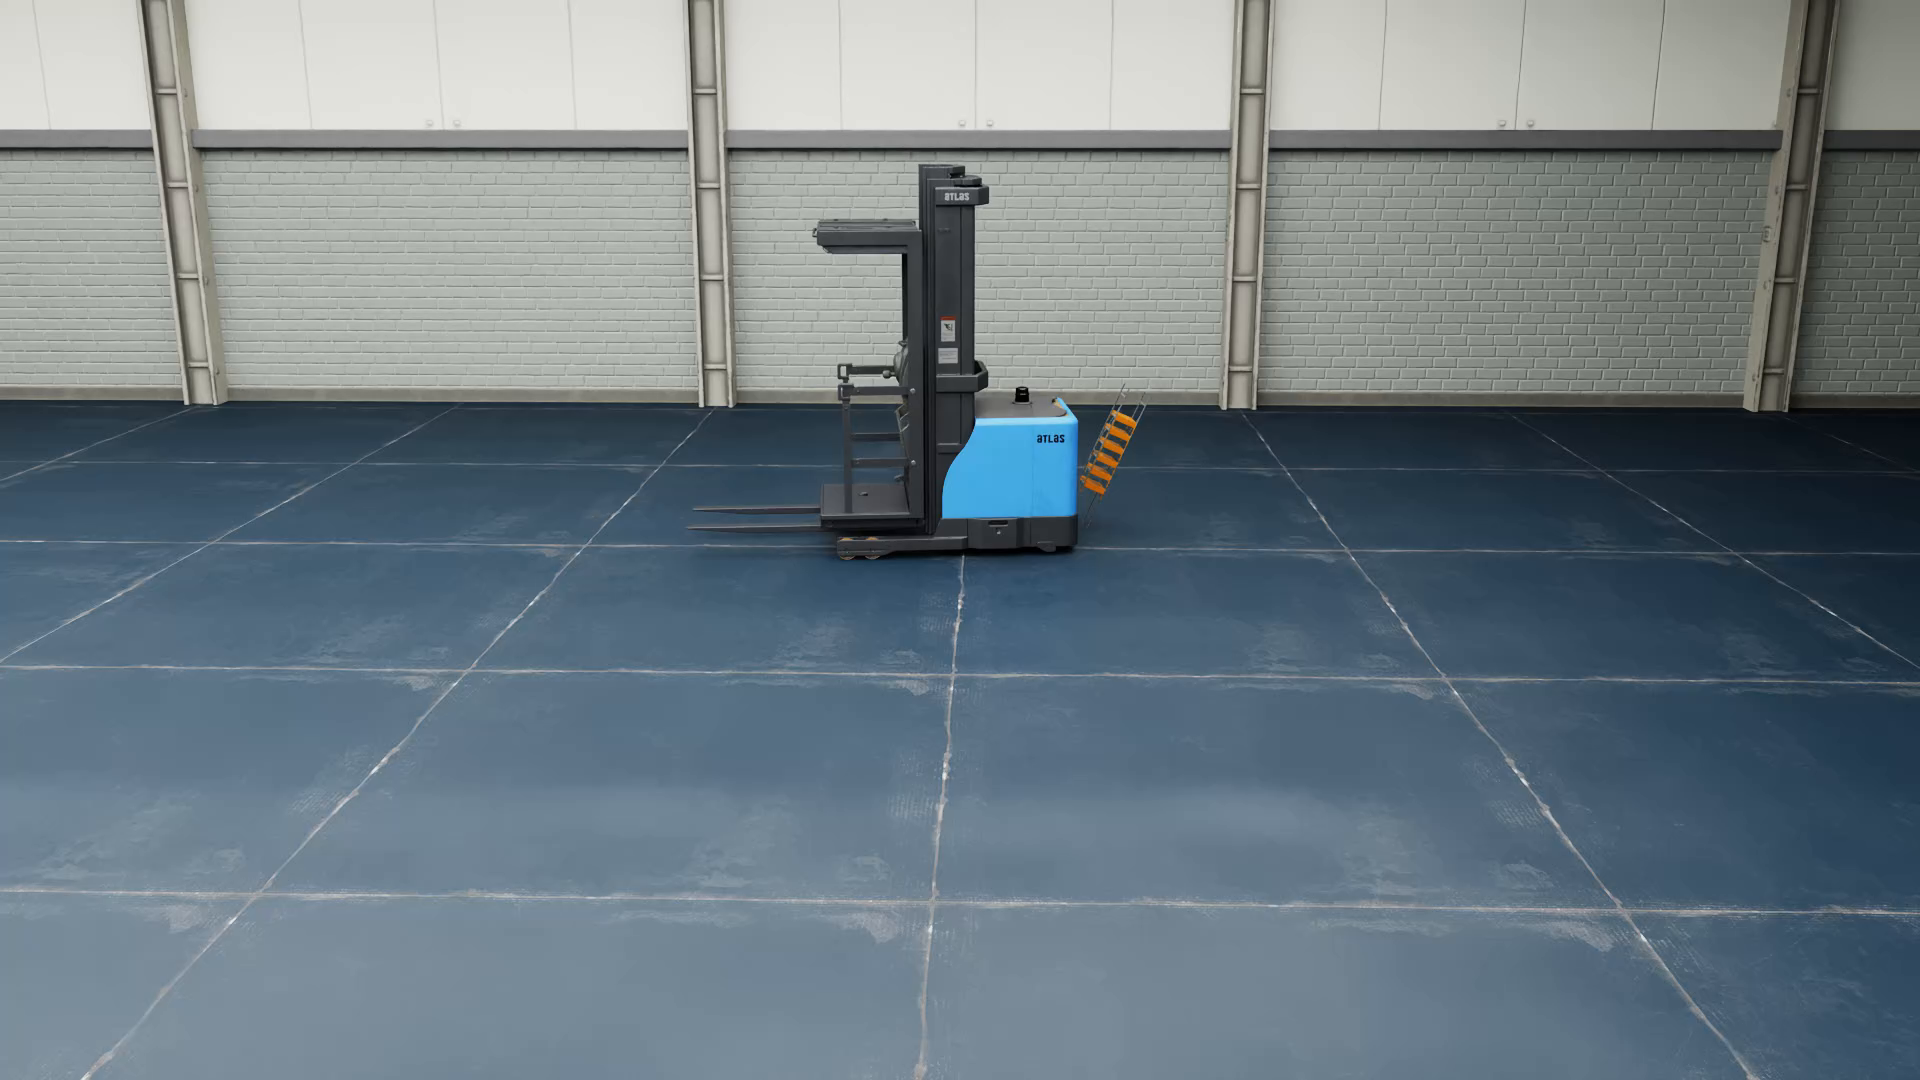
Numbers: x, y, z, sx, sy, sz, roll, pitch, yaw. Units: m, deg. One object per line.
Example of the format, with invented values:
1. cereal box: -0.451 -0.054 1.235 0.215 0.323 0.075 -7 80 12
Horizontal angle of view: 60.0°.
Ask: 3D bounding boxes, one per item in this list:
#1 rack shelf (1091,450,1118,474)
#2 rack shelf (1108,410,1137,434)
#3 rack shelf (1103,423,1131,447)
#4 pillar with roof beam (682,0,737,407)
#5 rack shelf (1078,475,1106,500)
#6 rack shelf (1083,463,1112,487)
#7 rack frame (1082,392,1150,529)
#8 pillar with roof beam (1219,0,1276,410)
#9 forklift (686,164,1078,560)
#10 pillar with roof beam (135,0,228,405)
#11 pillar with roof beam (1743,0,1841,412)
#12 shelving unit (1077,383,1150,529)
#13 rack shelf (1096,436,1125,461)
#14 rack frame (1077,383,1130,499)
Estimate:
1. rack shelf: 1.178 -0.650 13.661 0.180 0.103 0.258 23 12 -10
2. rack shelf: 1.326 -0.970 13.589 0.180 0.103 0.258 23 12 -10
3. rack shelf: 1.277 -0.863 13.613 0.180 0.103 0.258 23 12 -10
4. pillar with roof beam: -2.914 -4.823 13.979 0.400 9.000 9.100 0 15 1
5. rack shelf: 1.080 -0.436 13.709 0.180 0.103 0.258 23 12 -10
6. rack shelf: 1.129 -0.543 13.685 0.180 0.103 0.258 23 12 -10
7. rack frame: 1.280 -0.654 13.668 0.006 1.200 0.240 23 12 -10
8. pillar with roof beam: 3.084 -4.783 13.831 0.400 9.000 9.100 0 15 1
9. forklift: -0.625 -1.405 12.921 3.031 2.935 1.130 -1 15 -4
10. pillar with roof beam: -8.912 -4.862 14.127 0.400 9.000 9.100 0 15 1
11. pillar with roof beam: 9.082 -4.744 13.683 0.400 9.000 9.100 0 15 1
12. shelving unit: 1.197 -0.689 13.652 0.189 1.200 0.258 23 12 -10
13. rack shelf: 1.228 -0.756 13.637 0.180 0.103 0.258 23 12 -10
14. rack frame: 1.114 -0.724 13.636 0.006 1.200 0.240 23 12 -10
